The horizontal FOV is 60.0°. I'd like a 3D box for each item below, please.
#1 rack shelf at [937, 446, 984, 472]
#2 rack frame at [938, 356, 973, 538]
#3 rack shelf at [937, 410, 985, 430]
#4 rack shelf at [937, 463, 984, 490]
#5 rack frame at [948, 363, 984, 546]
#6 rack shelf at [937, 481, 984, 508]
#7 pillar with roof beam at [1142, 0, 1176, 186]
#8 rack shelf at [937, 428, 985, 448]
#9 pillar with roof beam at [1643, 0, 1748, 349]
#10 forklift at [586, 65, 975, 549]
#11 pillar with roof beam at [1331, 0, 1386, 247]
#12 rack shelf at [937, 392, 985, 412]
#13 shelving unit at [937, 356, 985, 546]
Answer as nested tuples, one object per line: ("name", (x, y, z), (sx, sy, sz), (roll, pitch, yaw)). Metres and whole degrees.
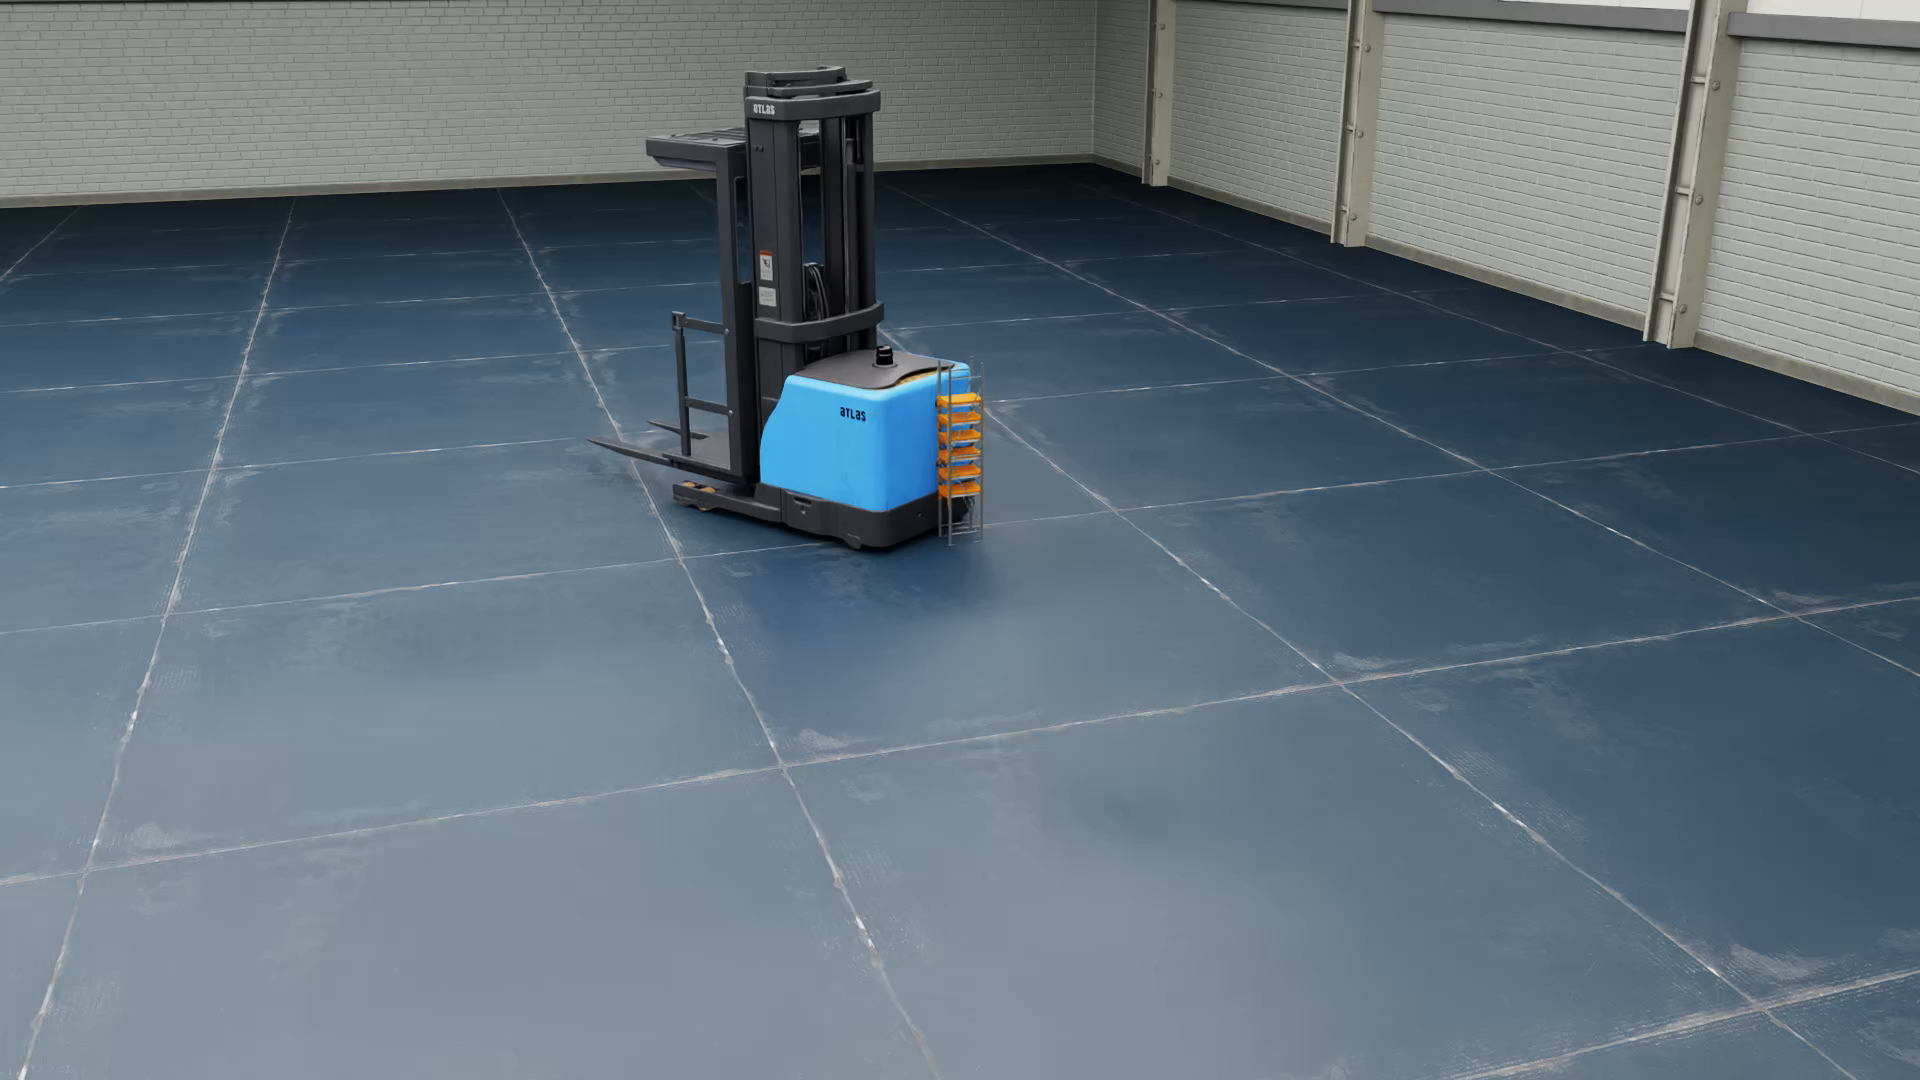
("rack shelf", (0.005, -0.525, 10.735), (0.258, 0.103, 0.180), (-8, 21, -20))
("rack frame", (-0.029, -0.596, 10.800), (0.240, 1.200, 0.006), (-8, 21, -20))
("rack shelf", (0.005, -0.751, 10.654), (0.258, 0.103, 0.180), (-8, 21, -20))
("rack shelf", (0.005, -0.412, 10.776), (0.258, 0.103, 0.180), (-8, 21, -20))
("rack frame", (0.039, -0.538, 10.640), (0.240, 1.200, 0.006), (-8, 21, -20))
("rack shelf", (0.005, -0.299, 10.816), (0.258, 0.103, 0.180), (-8, 21, -20))
("pillar with roof beam", (-0.916, -9.556, 24.209), (9.100, 9.000, 0.400), (-6, 21, -17))
("rack shelf", (0.005, -0.638, 10.695), (0.258, 0.103, 0.180), (-8, 21, -20))
("pillar with roof beam", (2.856, -5.705, 13.488), (9.100, 9.000, 0.400), (-6, 21, -17))
("forklift", (-1.375, -1.702, 11.318), (3.031, 2.935, 1.130), (15, 24, 35))
("pillar with roof beam", (0.970, -7.630, 18.848), (9.100, 9.000, 0.400), (-6, 21, -17))
("rack shelf", (0.005, -0.864, 10.613), (0.258, 0.103, 0.180), (-8, 21, -20))
("shelving unit", (0.005, -0.567, 10.720), (0.258, 1.200, 0.189), (-8, 21, -20))
